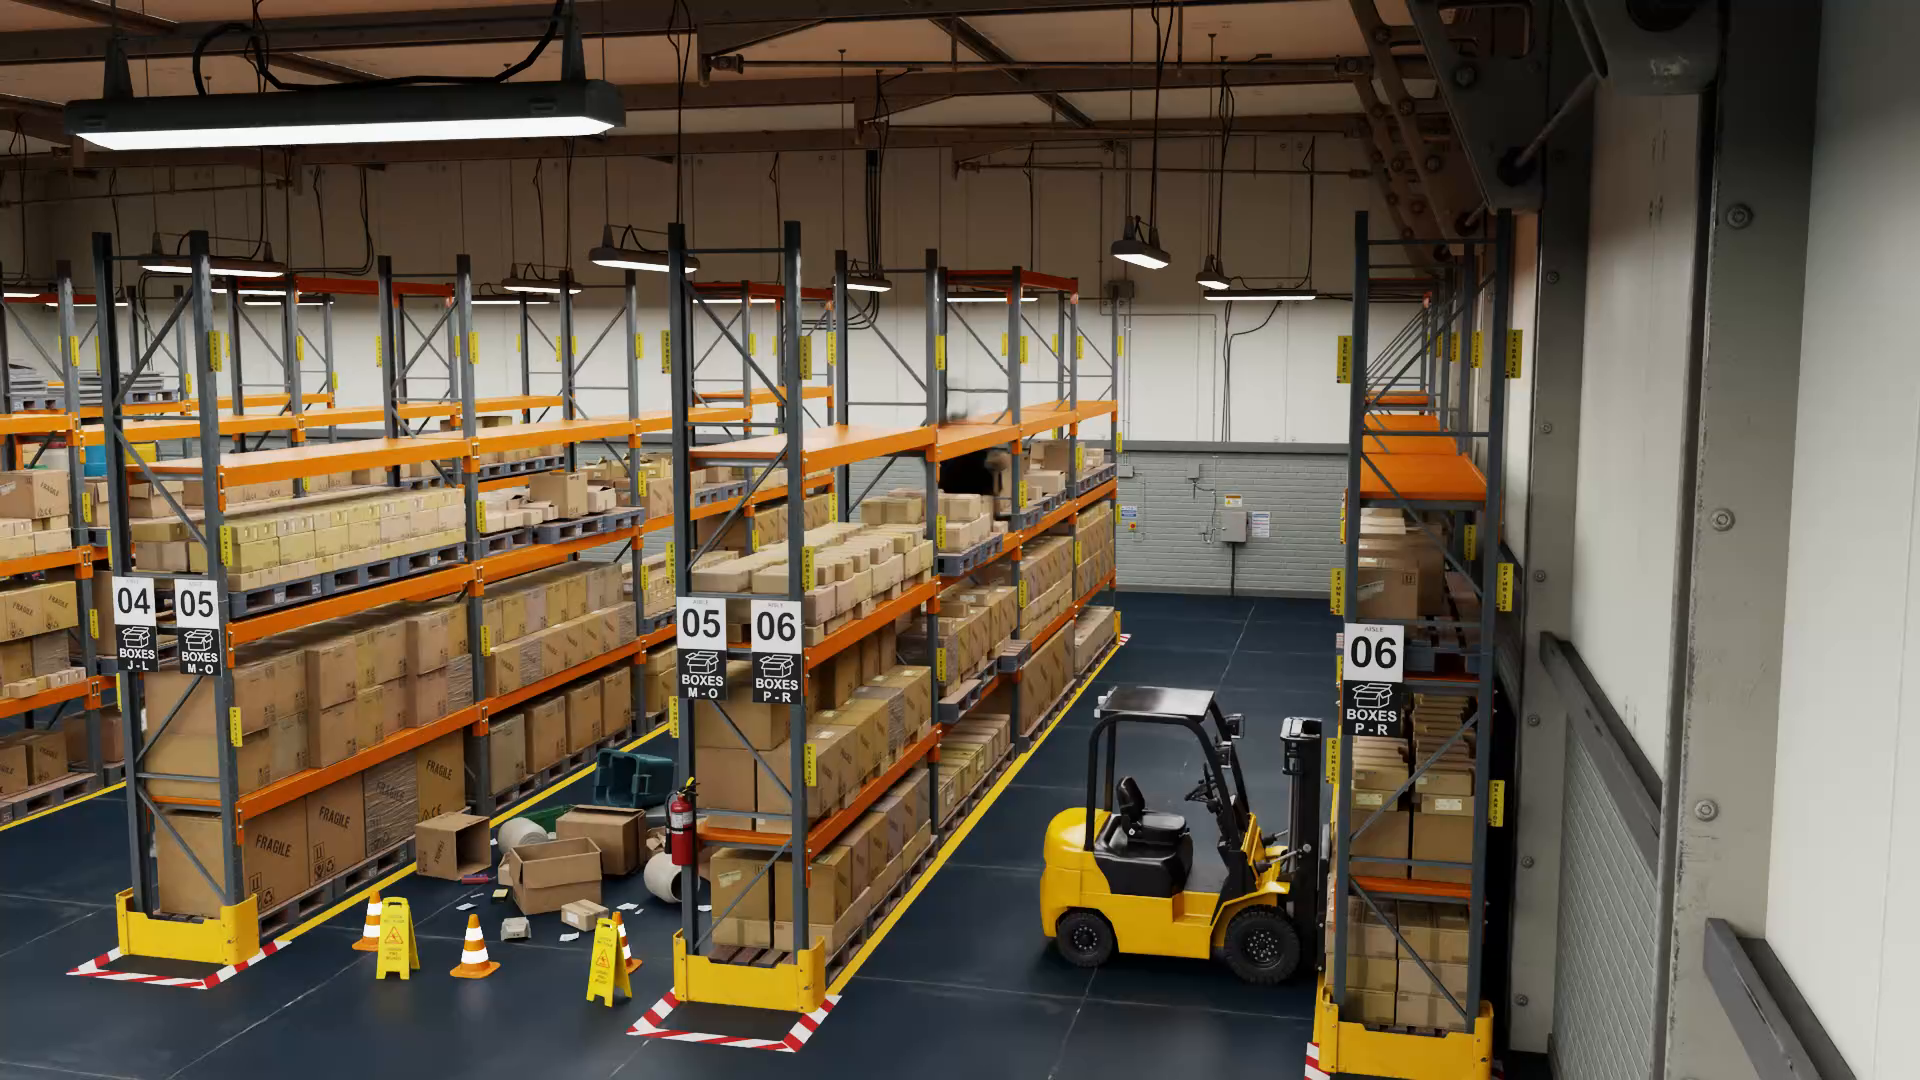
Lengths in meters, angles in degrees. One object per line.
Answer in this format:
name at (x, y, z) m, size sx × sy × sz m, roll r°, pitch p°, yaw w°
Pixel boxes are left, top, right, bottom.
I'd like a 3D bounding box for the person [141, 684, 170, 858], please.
person at (-8.081, 2.277, 16.936) m, size 0.621 × 1.725 × 0.909 m, roll 1°, pitch 7°, yaw 6°
